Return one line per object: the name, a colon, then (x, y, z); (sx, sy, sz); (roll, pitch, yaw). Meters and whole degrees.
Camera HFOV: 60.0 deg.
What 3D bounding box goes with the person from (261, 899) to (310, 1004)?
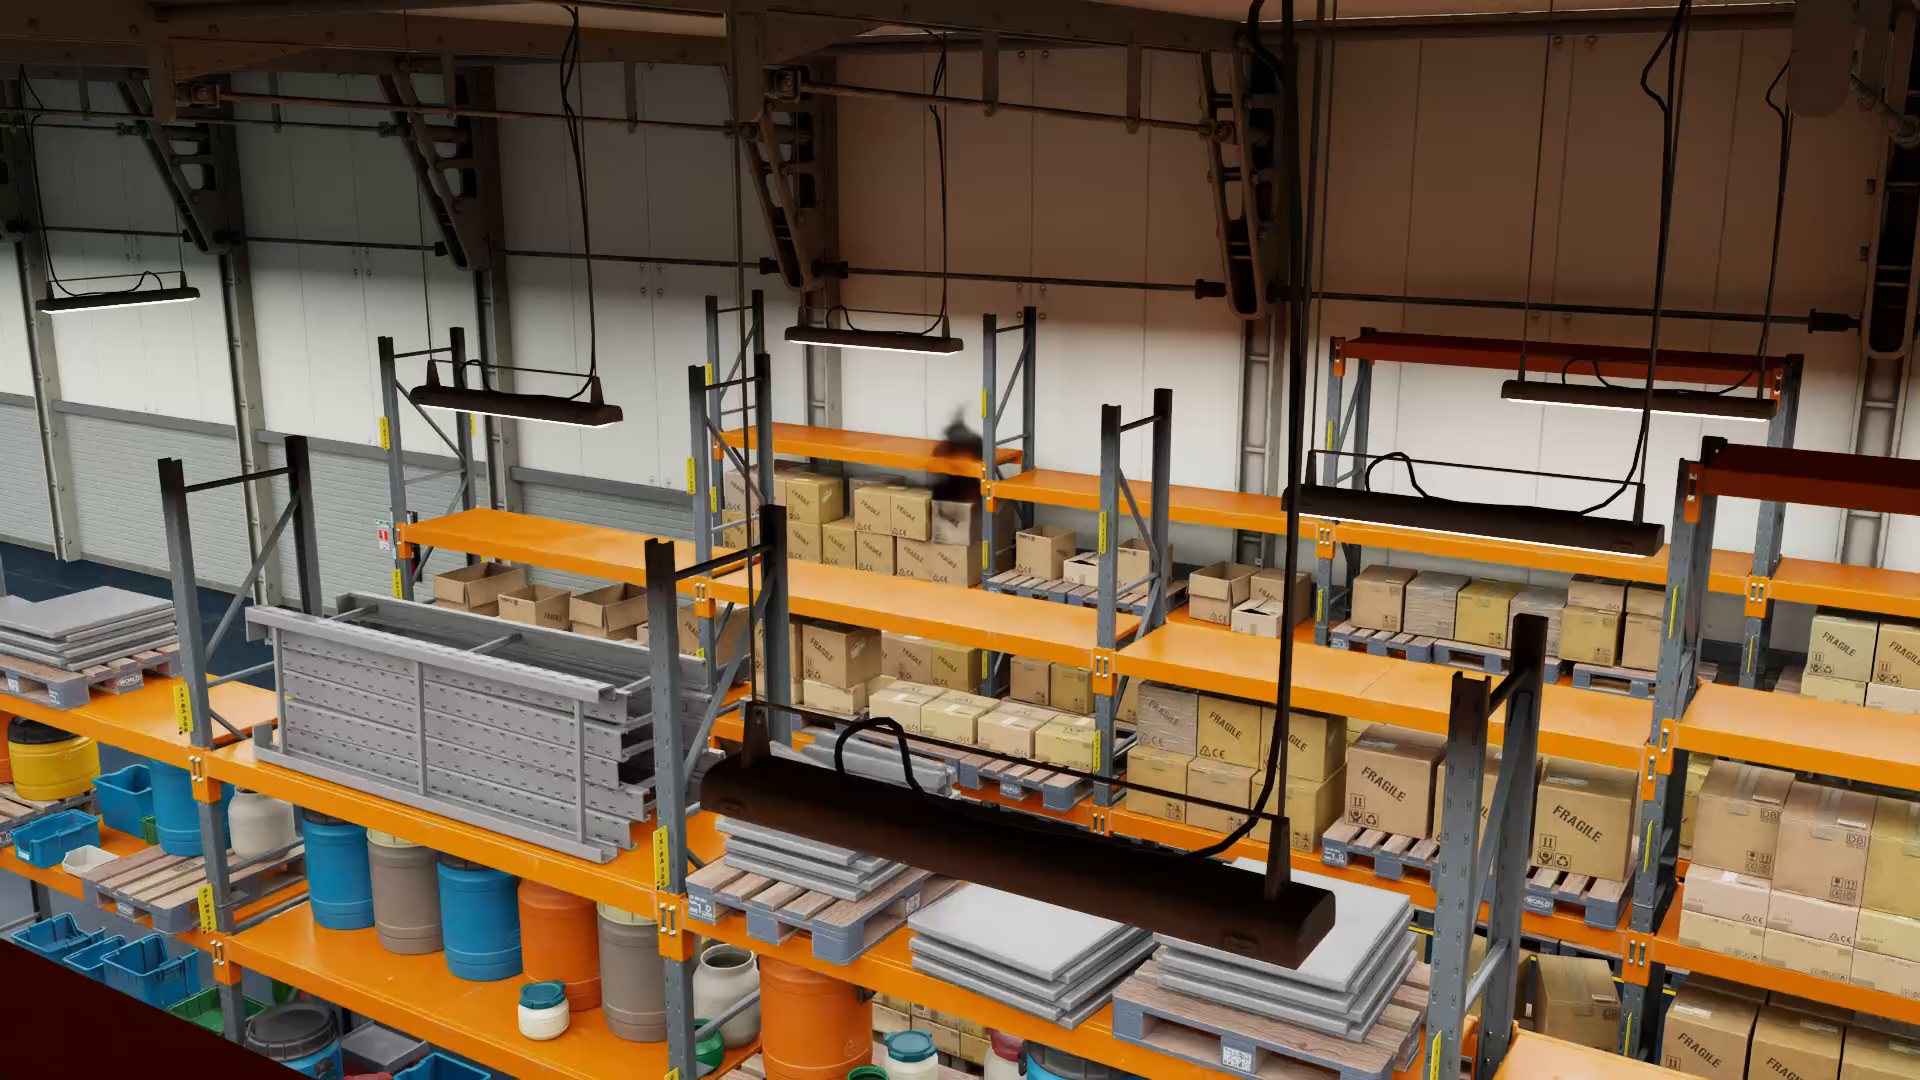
person: (-5.914, 3.684, 14.617); (0.650, 1.743, 0.646); (6, 15, 22)
